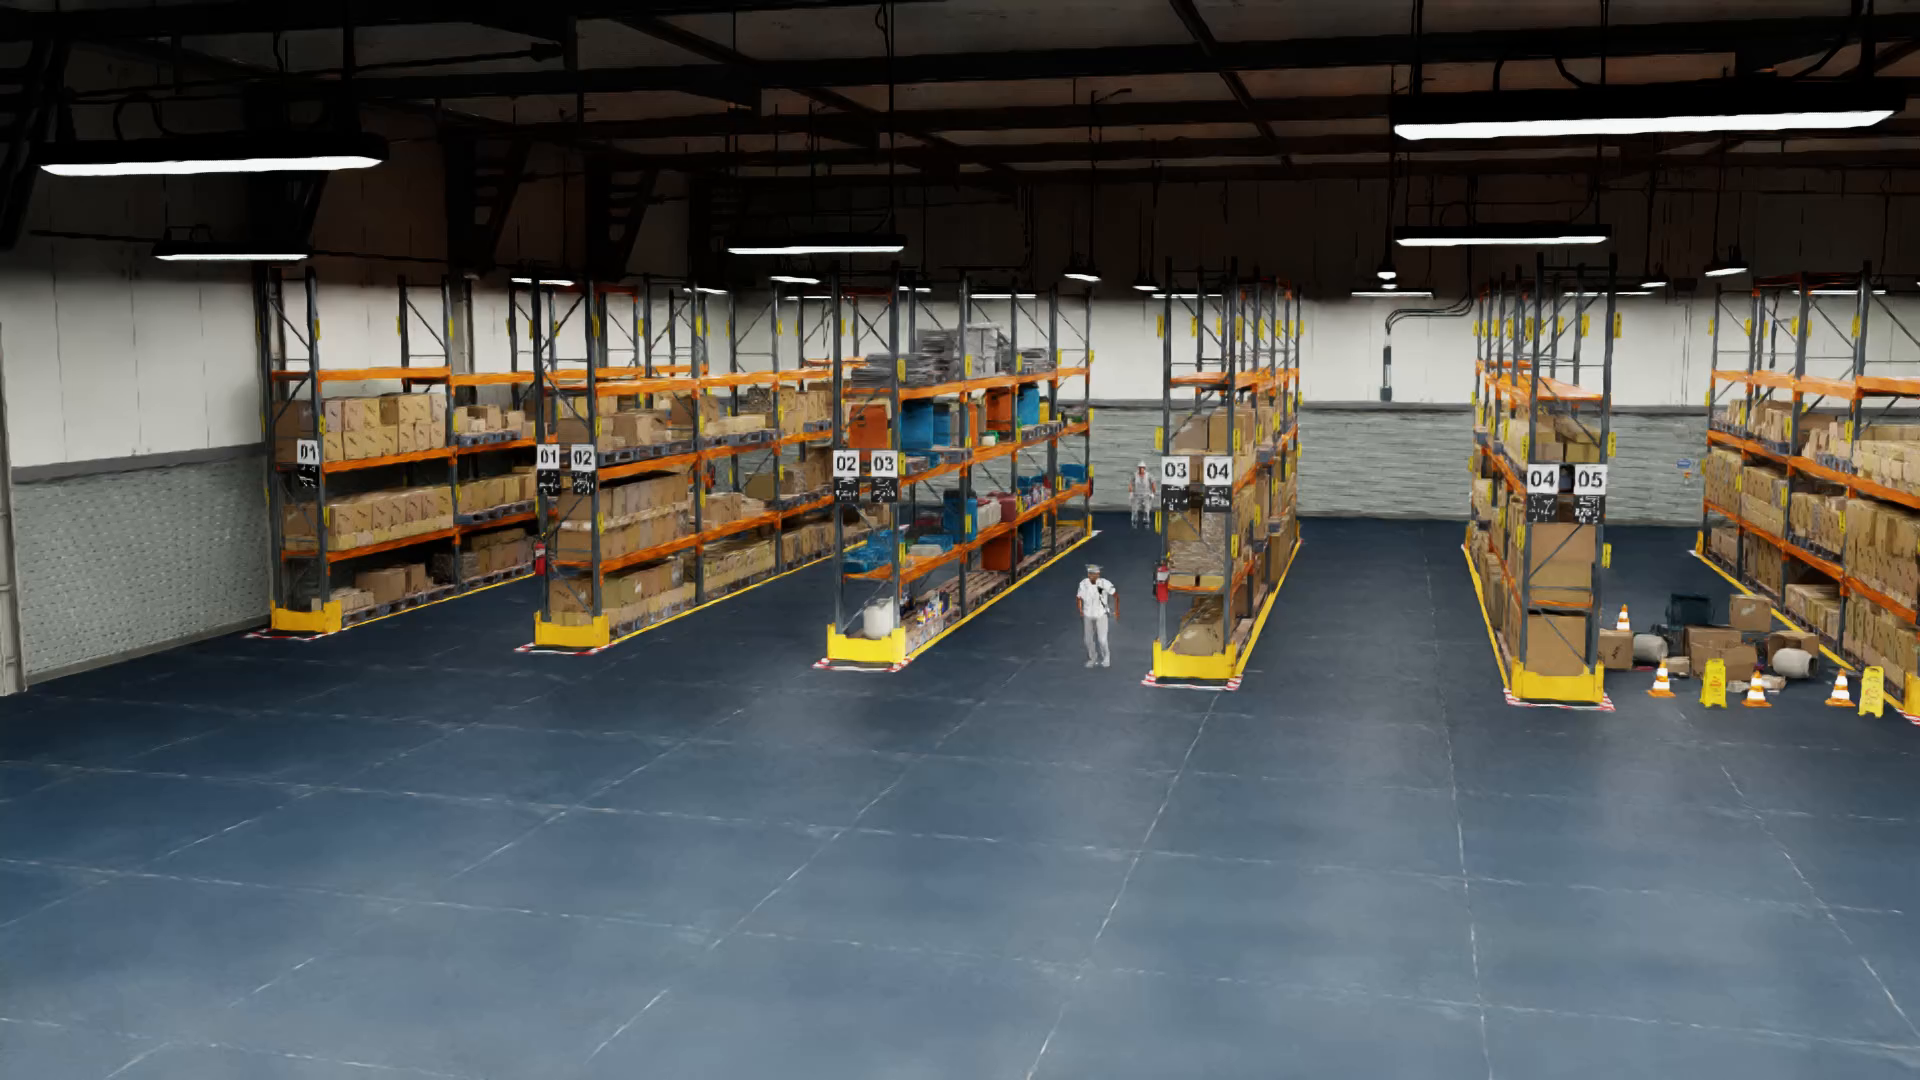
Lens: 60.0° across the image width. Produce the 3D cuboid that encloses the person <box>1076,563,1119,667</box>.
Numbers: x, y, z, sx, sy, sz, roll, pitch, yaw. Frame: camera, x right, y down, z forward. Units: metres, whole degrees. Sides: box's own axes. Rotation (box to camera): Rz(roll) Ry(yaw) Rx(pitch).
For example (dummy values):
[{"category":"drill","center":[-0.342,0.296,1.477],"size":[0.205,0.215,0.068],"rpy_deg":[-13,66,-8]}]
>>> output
[{"category":"person","center":[2.011,1.113,24.515],"size":[0.594,1.606,0.698],"rpy_deg":[3,8,23]}]

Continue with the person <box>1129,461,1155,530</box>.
[{"category":"person","center":[4.522,-1.101,41.390],"size":[0.677,1.742,0.552],"rpy_deg":[2,7,13]}]
